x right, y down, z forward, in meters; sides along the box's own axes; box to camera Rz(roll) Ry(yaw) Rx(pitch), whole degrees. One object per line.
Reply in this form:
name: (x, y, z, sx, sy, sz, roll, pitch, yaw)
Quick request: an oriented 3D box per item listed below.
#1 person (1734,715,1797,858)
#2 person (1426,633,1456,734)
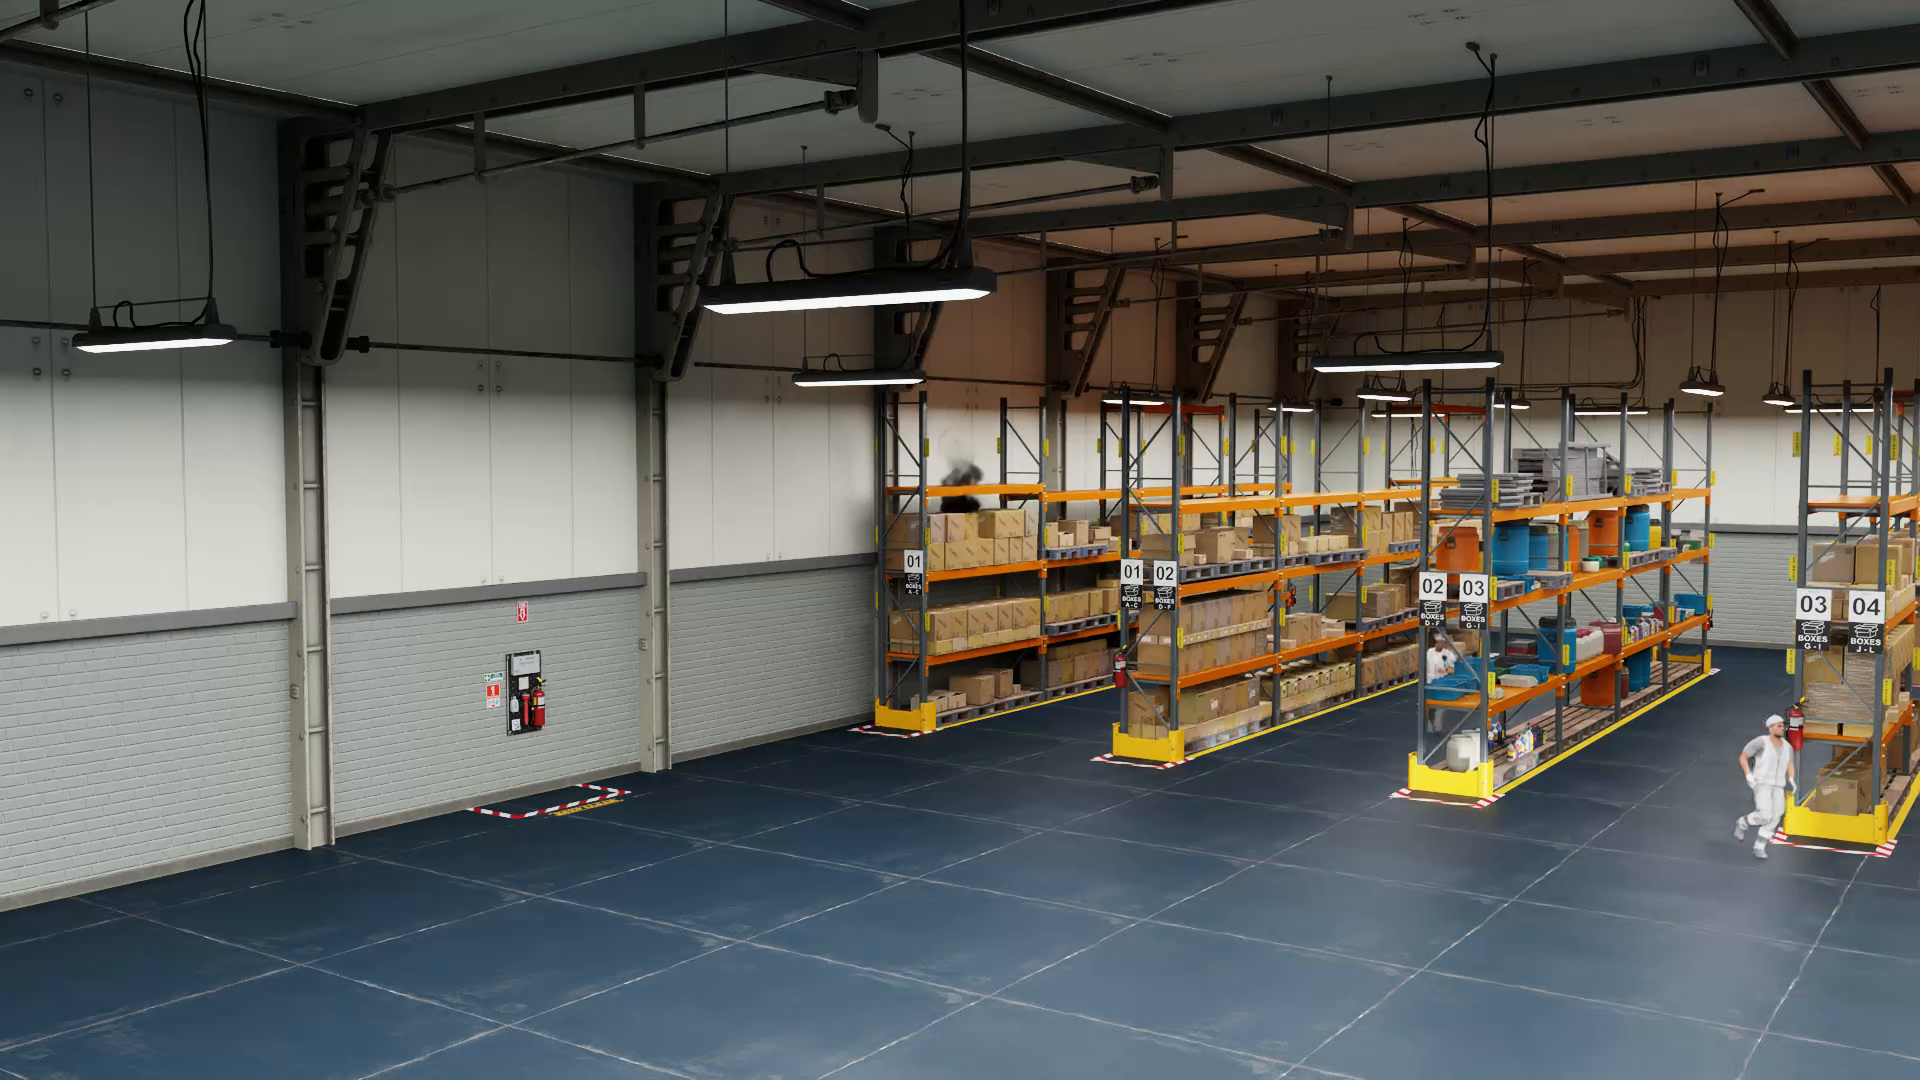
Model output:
person: (9.961, 3.010, 20.435, 0.698, 1.712, 0.616, 0, 3, -8)
person: (8.329, 2.509, 29.033, 0.652, 1.773, 0.653, 1, 3, 19)
